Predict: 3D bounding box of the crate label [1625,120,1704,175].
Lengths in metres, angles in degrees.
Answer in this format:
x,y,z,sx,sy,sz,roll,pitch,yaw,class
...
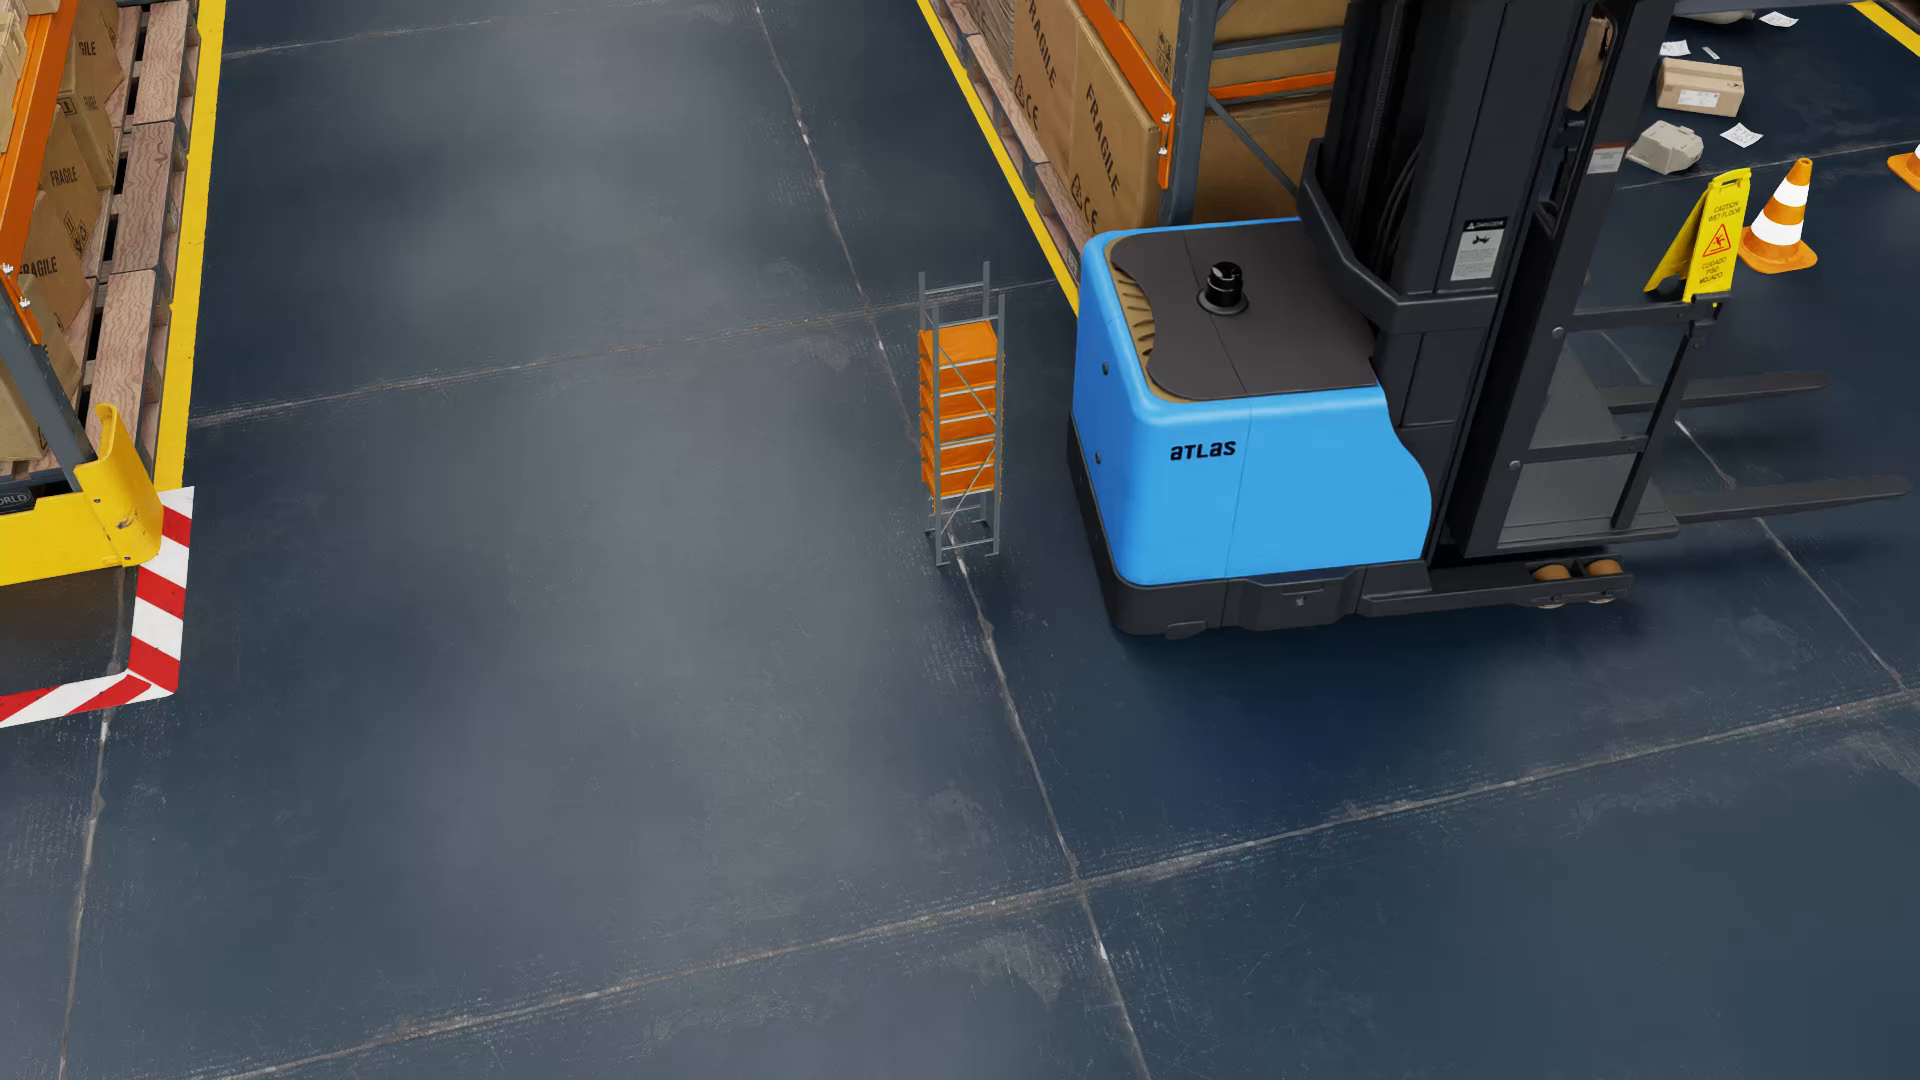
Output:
x,y,z,sx,sy,sz,roll,pitch,yaw,class
3.410,-1.897,8.013,0.250,0.136,0.298,-35,55,-30,crate label

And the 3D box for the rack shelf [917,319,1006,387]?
x,y,z,sx,sy,sz,roll,pitch,yaw,class
0.004,-0.631,5.586,0.258,0.103,0.180,-11,47,-10,rack shelf

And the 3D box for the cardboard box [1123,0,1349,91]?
x,y,z,sx,sy,sz,roll,pitch,yaw,class
1.116,-2.070,6.073,0.875,0.550,0.550,-11,47,-10,cardboard box

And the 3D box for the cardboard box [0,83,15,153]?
x,y,z,sx,sy,sz,roll,pitch,yaw,class
-3.503,-1.436,5.733,0.380,0.149,0.250,-11,47,-10,cardboard box

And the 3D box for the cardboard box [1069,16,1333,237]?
x,y,z,sx,sy,sz,roll,pitch,yaw,class
1.018,-1.629,6.940,0.875,0.875,0.875,-10,47,-10,cardboard box

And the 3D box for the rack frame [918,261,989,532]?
x,y,z,sx,sy,sz,roll,pitch,yaw,class
-0.020,-0.473,5.874,0.240,1.200,0.006,-11,47,-10,rack frame

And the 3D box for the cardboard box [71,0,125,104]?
x,y,z,sx,sy,sz,roll,pitch,yaw,class
-4.372,-2.289,7.849,0.500,0.500,0.500,3,46,2,cardboard box

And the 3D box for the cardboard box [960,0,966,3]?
x,y,z,sx,sy,sz,roll,pitch,yaw,class
0.324,-3.487,8.761,0.875,0.875,0.875,-10,46,-10,cardboard box

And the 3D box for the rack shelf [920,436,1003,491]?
x,y,z,sx,sy,sz,roll,pitch,yaw,class
0.004,-0.295,5.929,0.258,0.103,0.180,-11,47,-10,rack shelf

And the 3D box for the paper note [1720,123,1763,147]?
x,y,z,sx,sy,sz,roll,pitch,yaw,class
3.848,-1.994,8.183,0.148,0.019,0.142,-26,51,-24,paper note

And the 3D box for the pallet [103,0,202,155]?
x,y,z,sx,sy,sz,roll,pitch,yaw,class
-4.383,-2.261,8.318,1.003,0.211,1.213,-11,47,-10,pallet

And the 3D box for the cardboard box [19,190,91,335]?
x,y,z,sx,sy,sz,roll,pitch,yaw,class
-3.895,-1.045,6.630,0.500,0.500,0.500,0,46,0,cardboard box

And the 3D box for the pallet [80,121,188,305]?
x,y,z,sx,sy,sz,roll,pitch,yaw,class
-4.067,-1.417,7.491,1.003,0.211,1.213,-11,47,-10,pallet

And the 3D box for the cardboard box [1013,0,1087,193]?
x,y,z,sx,sy,sz,roll,pitch,yaw,class
0.790,-2.236,7.535,0.875,0.875,0.875,-11,47,-11,cardboard box

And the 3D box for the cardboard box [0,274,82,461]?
x,y,z,sx,sy,sz,roll,pitch,yaw,class
-3.709,-0.639,6.232,0.500,0.500,0.500,-3,46,-3,cardboard box

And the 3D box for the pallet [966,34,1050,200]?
x,y,z,sx,sy,sz,roll,pitch,yaw,class
0.666,-2.172,8.231,1.003,0.211,1.213,-11,47,-10,pallet

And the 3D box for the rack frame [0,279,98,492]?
x,y,z,sx,sy,sz,roll,pitch,yaw,class
-3.565,-0.932,5.064,1.000,3.000,0.127,-11,47,-10,rack frame

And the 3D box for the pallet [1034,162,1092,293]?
x,y,z,sx,sy,sz,roll,pitch,yaw,class
0.975,-1.331,7.407,1.003,0.211,1.213,-11,47,-10,pallet

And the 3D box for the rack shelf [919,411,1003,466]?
x,y,z,sx,sy,sz,roll,pitch,yaw,class
0.004,-0.379,5.843,0.258,0.103,0.180,-11,47,-10,rack shelf

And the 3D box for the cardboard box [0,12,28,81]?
x,y,z,sx,sy,sz,roll,pitch,yaw,class
-3.644,-1.779,6.069,0.380,0.149,0.250,-11,47,-10,cardboard box

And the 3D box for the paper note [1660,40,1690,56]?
x,y,z,sx,sy,sz,roll,pitch,yaw,class
3.776,-2.604,8.788,0.148,0.019,0.142,4,46,4,paper note

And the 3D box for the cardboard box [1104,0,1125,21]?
x,y,z,sx,sy,sz,roll,pitch,yaw,class
0.954,-2.446,6.442,0.875,0.550,0.550,-11,47,-10,cardboard box

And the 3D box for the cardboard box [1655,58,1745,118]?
x,y,z,sx,sy,sz,roll,pitch,yaw,class
3.726,-2.282,8.382,0.380,0.149,0.250,11,47,11,cardboard box

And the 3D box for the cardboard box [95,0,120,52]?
x,y,z,sx,sy,sz,roll,pitch,yaw,class
-4.526,-2.683,8.235,0.500,0.500,0.500,-12,47,-12,cardboard box

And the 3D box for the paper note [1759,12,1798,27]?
x,y,z,sx,sy,sz,roll,pitch,yaw,class
4.428,-2.817,8.989,0.142,0.019,0.148,-26,51,-24,paper note

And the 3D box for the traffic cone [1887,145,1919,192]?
x,y,z,sx,sy,sz,roll,pitch,yaw,class
4.657,-1.917,7.805,0.336,0.463,0.334,-11,47,-10,traffic cone

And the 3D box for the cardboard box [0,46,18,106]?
x,y,z,sx,sy,sz,roll,pitch,yaw,class
-3.587,-1.605,5.899,0.380,0.149,0.250,-11,47,-10,cardboard box

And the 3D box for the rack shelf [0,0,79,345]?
x,y,z,sx,sy,sz,roll,pitch,yaw,class
-4.077,-2.061,6.674,1.077,0.370,4.000,-11,47,-10,rack shelf

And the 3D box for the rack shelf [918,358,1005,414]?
x,y,z,sx,sy,sz,roll,pitch,yaw,class
0.004,-0.547,5.672,0.258,0.103,0.180,-11,47,-10,rack shelf

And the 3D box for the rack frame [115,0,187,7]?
x,y,z,sx,sy,sz,roll,pitch,yaw,class
-4.590,-3.694,7.770,1.000,3.000,0.127,-11,47,-10,rack frame

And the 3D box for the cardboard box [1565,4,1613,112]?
x,y,z,sx,sy,sz,roll,pitch,yaw,class
3.117,-2.620,8.466,0.637,0.503,0.797,27,51,24,cardboard box

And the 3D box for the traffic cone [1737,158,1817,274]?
x,y,z,sx,sy,sz,roll,pitch,yaw,class
3.671,-1.480,7.376,0.336,0.463,0.334,-11,47,-10,traffic cone

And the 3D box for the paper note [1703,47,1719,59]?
x,y,z,sx,sy,sz,roll,pitch,yaw,class
3.955,-2.565,8.756,0.032,0.001,0.123,-11,47,-10,paper note

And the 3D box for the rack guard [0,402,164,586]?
x,y,z,sx,sy,sz,roll,pitch,yaw,class
-3.585,-0.110,6.008,1.175,0.500,0.348,-11,47,-10,rack guard

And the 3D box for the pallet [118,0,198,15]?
x,y,z,sx,sy,sz,roll,pitch,yaw,class
-4.790,-3.255,9.292,1.003,0.211,1.213,-11,47,-10,pallet

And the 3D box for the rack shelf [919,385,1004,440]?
x,y,z,sx,sy,sz,roll,pitch,yaw,class
0.004,-0.463,5.758,0.258,0.103,0.180,-11,47,-10,rack shelf

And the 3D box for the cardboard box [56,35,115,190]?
x,y,z,sx,sy,sz,roll,pitch,yaw,class
-4.137,-1.874,7.443,0.500,0.500,0.500,-15,47,-14,cardboard box

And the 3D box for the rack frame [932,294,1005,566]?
x,y,z,sx,sy,sz,roll,pitch,yaw,class
0.027,-0.347,5.750,0.240,1.200,0.006,-11,47,-10,rack frame

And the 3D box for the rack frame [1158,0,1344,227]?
x,y,z,sx,sy,sz,roll,pitch,yaw,class
1.255,-1.770,5.884,1.000,3.000,0.127,-11,47,-10,rack frame

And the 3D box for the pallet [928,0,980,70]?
x,y,z,sx,sy,sz,roll,pitch,yaw,class
0.350,-3.016,9.058,1.003,0.211,1.213,-11,47,-10,pallet

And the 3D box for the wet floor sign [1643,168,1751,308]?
x,y,z,sx,sy,sz,roll,pitch,yaw,class
3.177,-1.288,7.060,0.267,0.644,0.232,-18,48,-17,wet floor sign

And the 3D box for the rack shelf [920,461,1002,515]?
x,y,z,sx,sy,sz,roll,pitch,yaw,class
0.004,-0.211,6.015,0.258,0.103,0.180,-11,47,-10,rack shelf

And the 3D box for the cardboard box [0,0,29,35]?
x,y,z,sx,sy,sz,roll,pitch,yaw,class
-3.734,-1.947,6.233,0.380,0.149,0.250,-11,47,-10,cardboard box

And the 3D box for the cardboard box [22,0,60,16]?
x,y,z,sx,sy,sz,roll,pitch,yaw,class
-3.698,-2.138,6.421,0.380,0.149,0.250,-11,47,-10,cardboard box

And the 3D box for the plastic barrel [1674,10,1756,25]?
x,y,z,sx,sy,sz,roll,pitch,yaw,class
4.022,-2.992,8.886,0.512,0.421,0.421,19,48,17,plastic barrel

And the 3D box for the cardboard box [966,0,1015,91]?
x,y,z,sx,sy,sz,roll,pitch,yaw,class
0.559,-2.866,8.152,0.875,0.875,0.875,-10,46,-10,cardboard box

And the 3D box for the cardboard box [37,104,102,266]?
x,y,z,sx,sy,sz,roll,pitch,yaw,class
-4.037,-1.481,7.057,0.500,0.500,0.500,-7,46,-7,cardboard box

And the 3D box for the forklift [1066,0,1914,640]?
x,y,z,sx,sy,sz,roll,pitch,yaw,class
1.971,-1.148,5.323,3.031,2.935,1.130,-6,46,-5,forklift

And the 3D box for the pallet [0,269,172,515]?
x,y,z,sx,sy,sz,roll,pitch,yaw,class
-3.759,-0.576,6.667,1.003,0.211,1.213,-11,47,-10,pallet

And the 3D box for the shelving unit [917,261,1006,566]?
x,y,z,sx,sy,sz,roll,pitch,yaw,class
0.004,-0.410,5.812,0.258,1.200,0.189,-11,47,-10,shelving unit

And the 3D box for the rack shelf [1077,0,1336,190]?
x,y,z,sx,sy,sz,roll,pitch,yaw,class
0.743,-2.899,7.494,1.077,0.370,4.000,-11,47,-10,rack shelf
